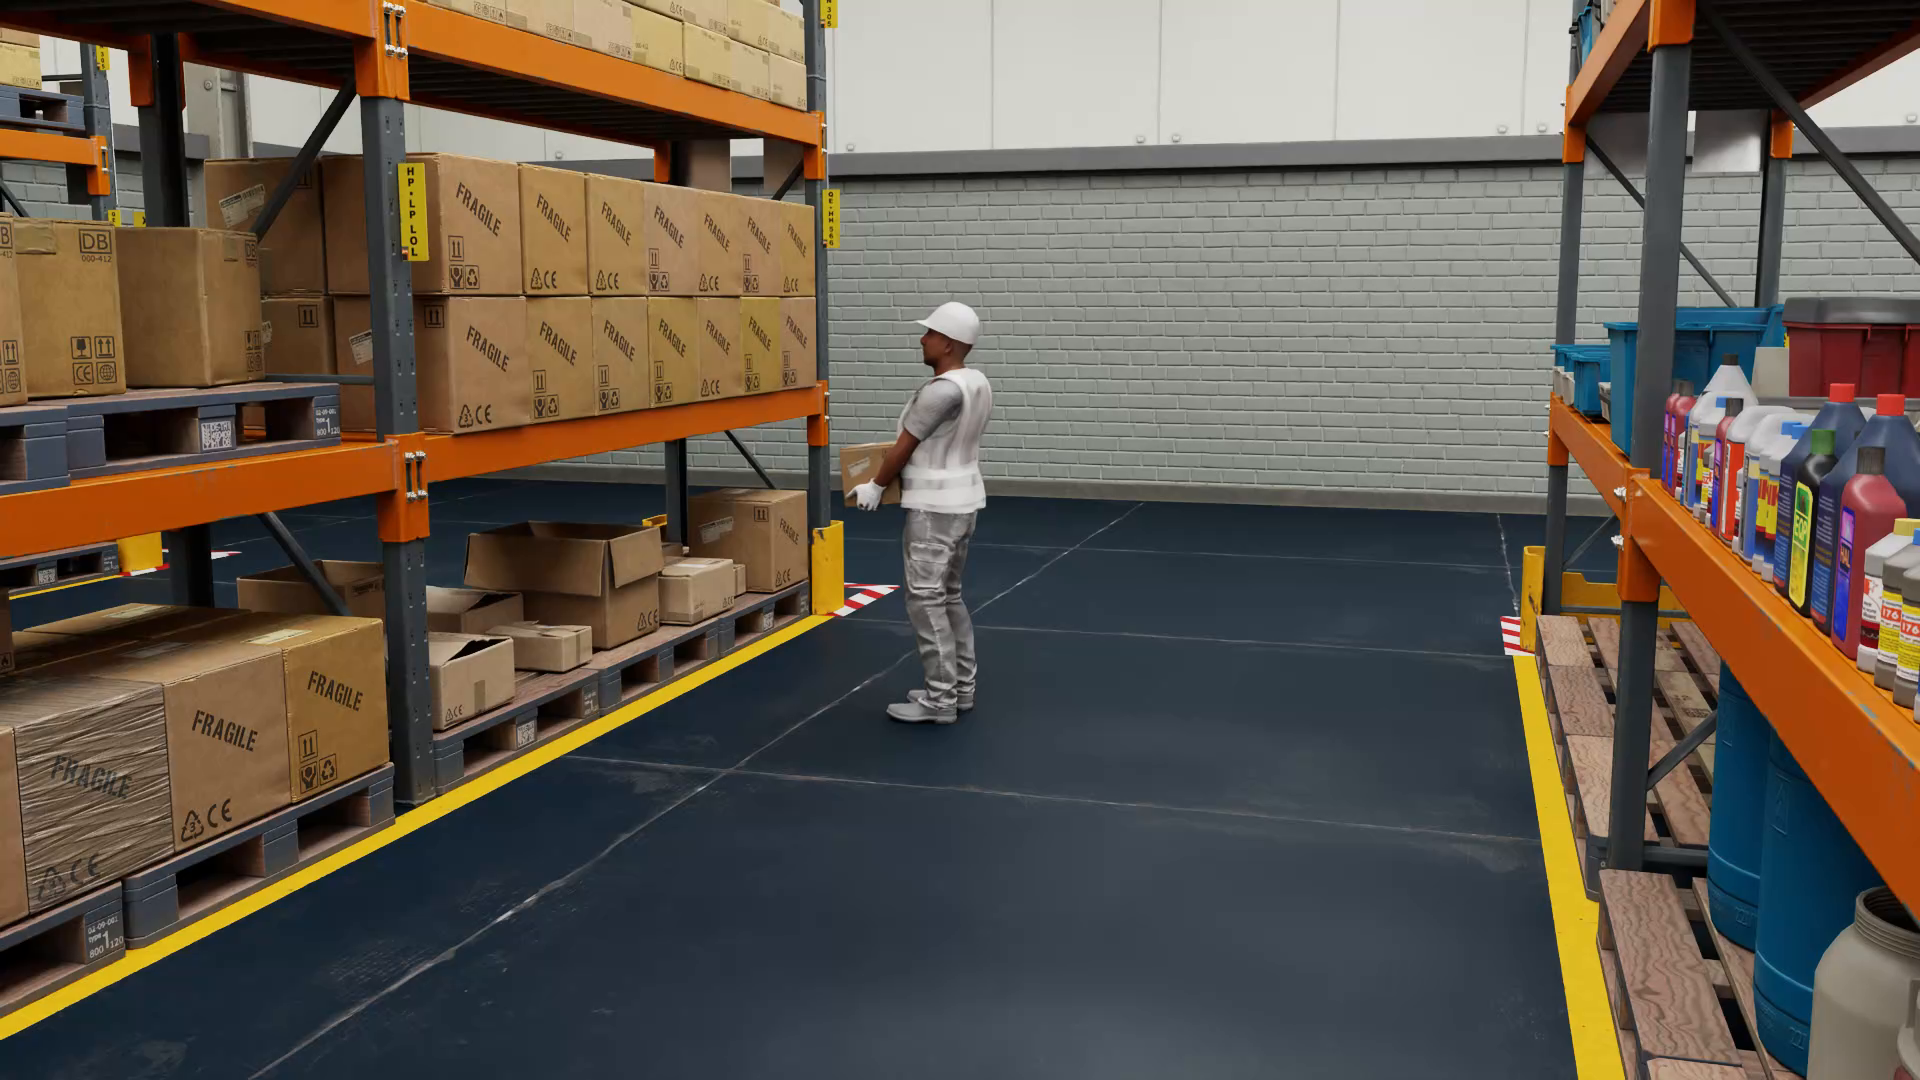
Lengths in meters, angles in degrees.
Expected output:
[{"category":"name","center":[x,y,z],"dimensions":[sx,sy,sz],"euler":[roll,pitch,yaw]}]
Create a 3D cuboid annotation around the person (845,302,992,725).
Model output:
[{"category":"person","center":[-0.177,-0.121,7.117],"dimensions":[0.575,1.778,0.487],"euler":[2,9,17]}]
